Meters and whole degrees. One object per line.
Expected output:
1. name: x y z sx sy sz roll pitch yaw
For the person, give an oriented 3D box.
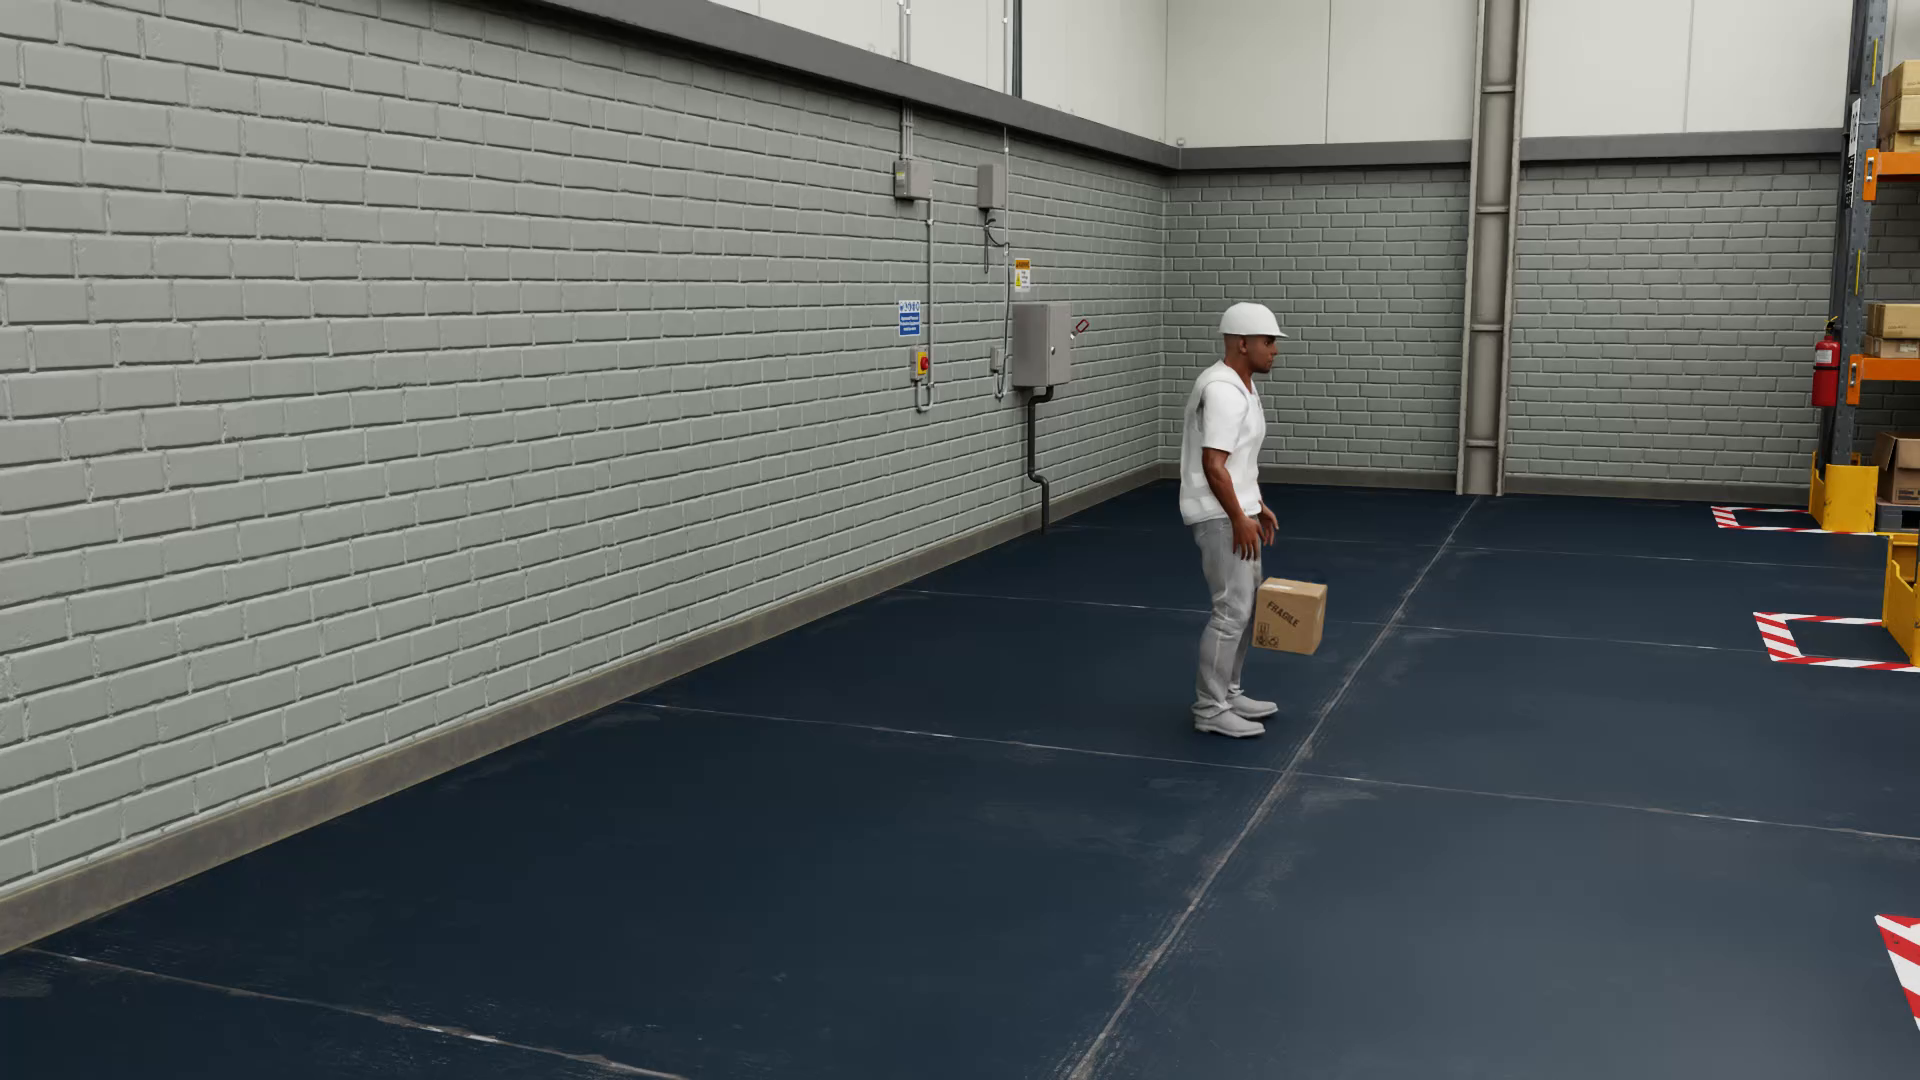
1. person: 1.133 -0.099 6.928 0.430 1.764 0.591 3 9 19
